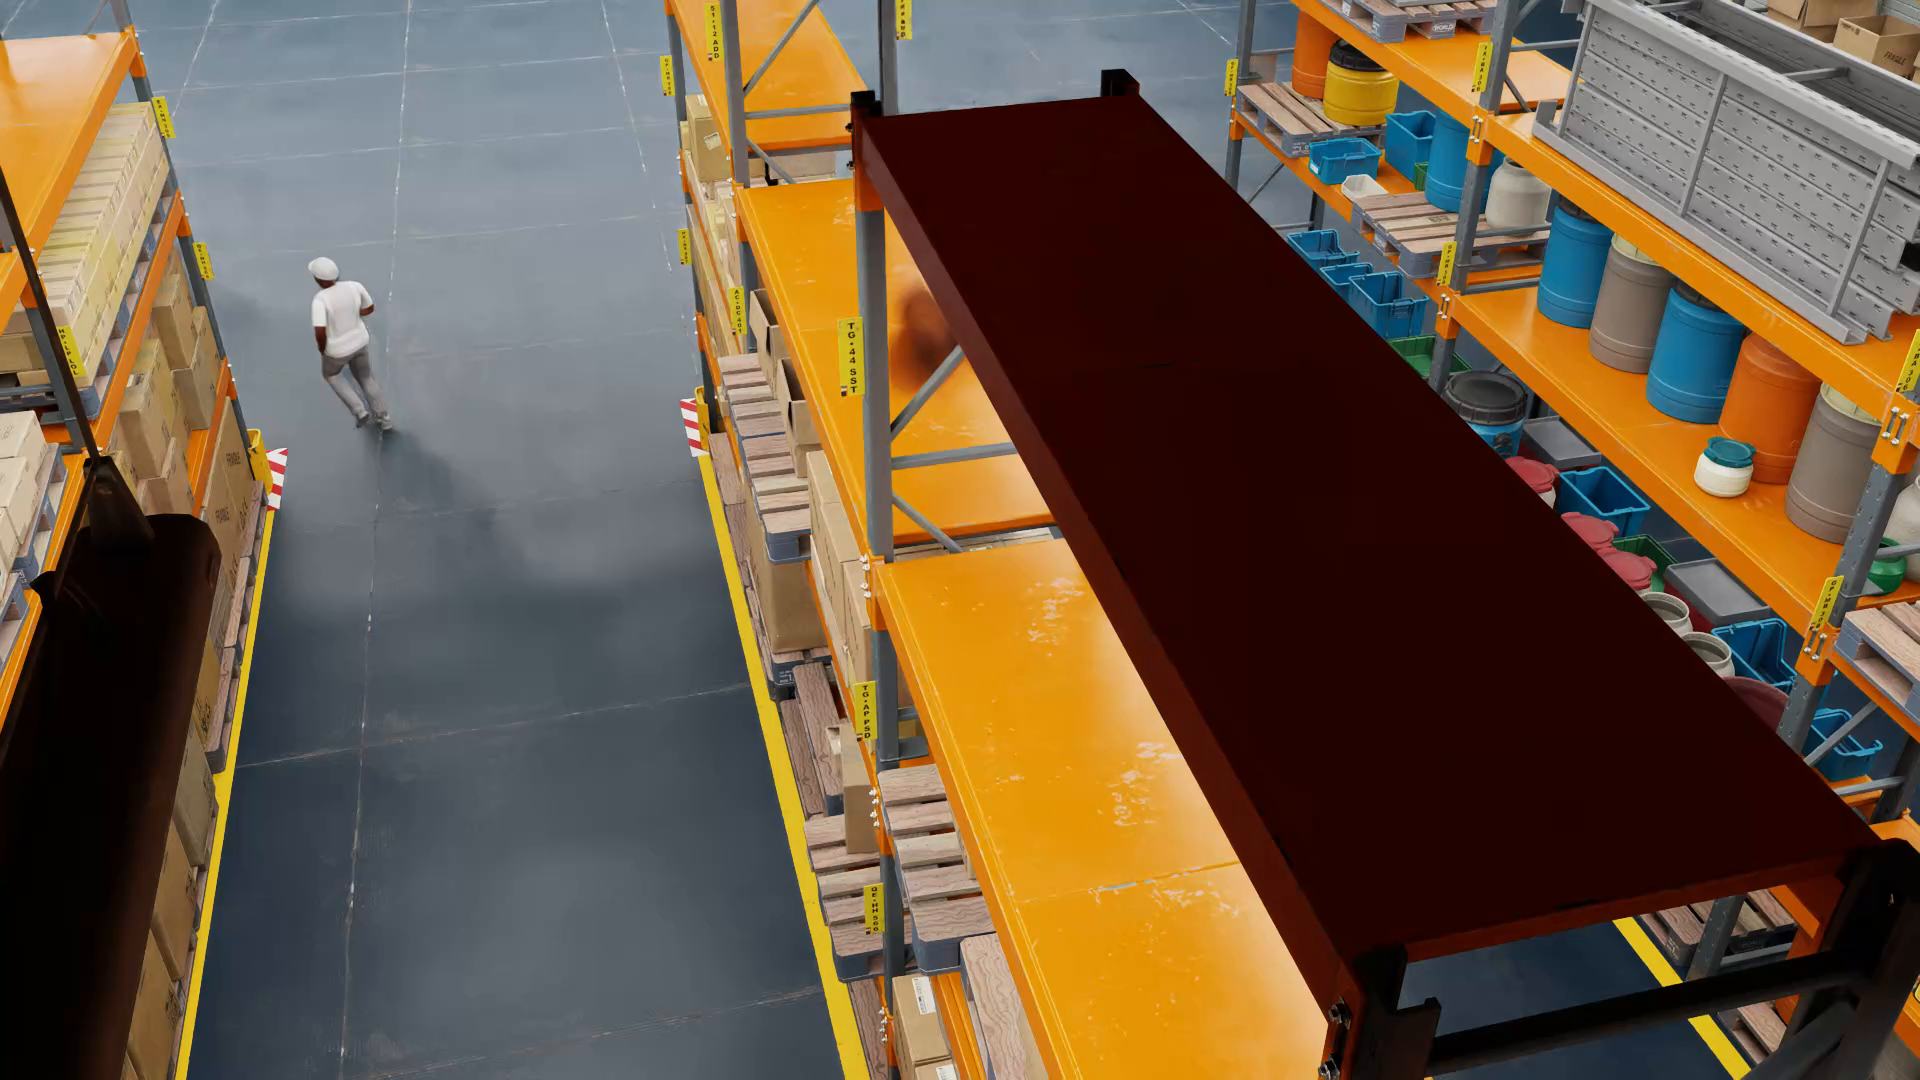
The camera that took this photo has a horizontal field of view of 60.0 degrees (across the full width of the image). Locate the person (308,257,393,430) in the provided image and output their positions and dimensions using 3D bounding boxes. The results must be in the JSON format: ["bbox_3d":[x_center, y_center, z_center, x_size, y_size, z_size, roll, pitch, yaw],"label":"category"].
[{"bbox_3d":[-5.624,-1.772,15.142,0.621,1.760,0.701,25,42,32],"label":"person"}]
